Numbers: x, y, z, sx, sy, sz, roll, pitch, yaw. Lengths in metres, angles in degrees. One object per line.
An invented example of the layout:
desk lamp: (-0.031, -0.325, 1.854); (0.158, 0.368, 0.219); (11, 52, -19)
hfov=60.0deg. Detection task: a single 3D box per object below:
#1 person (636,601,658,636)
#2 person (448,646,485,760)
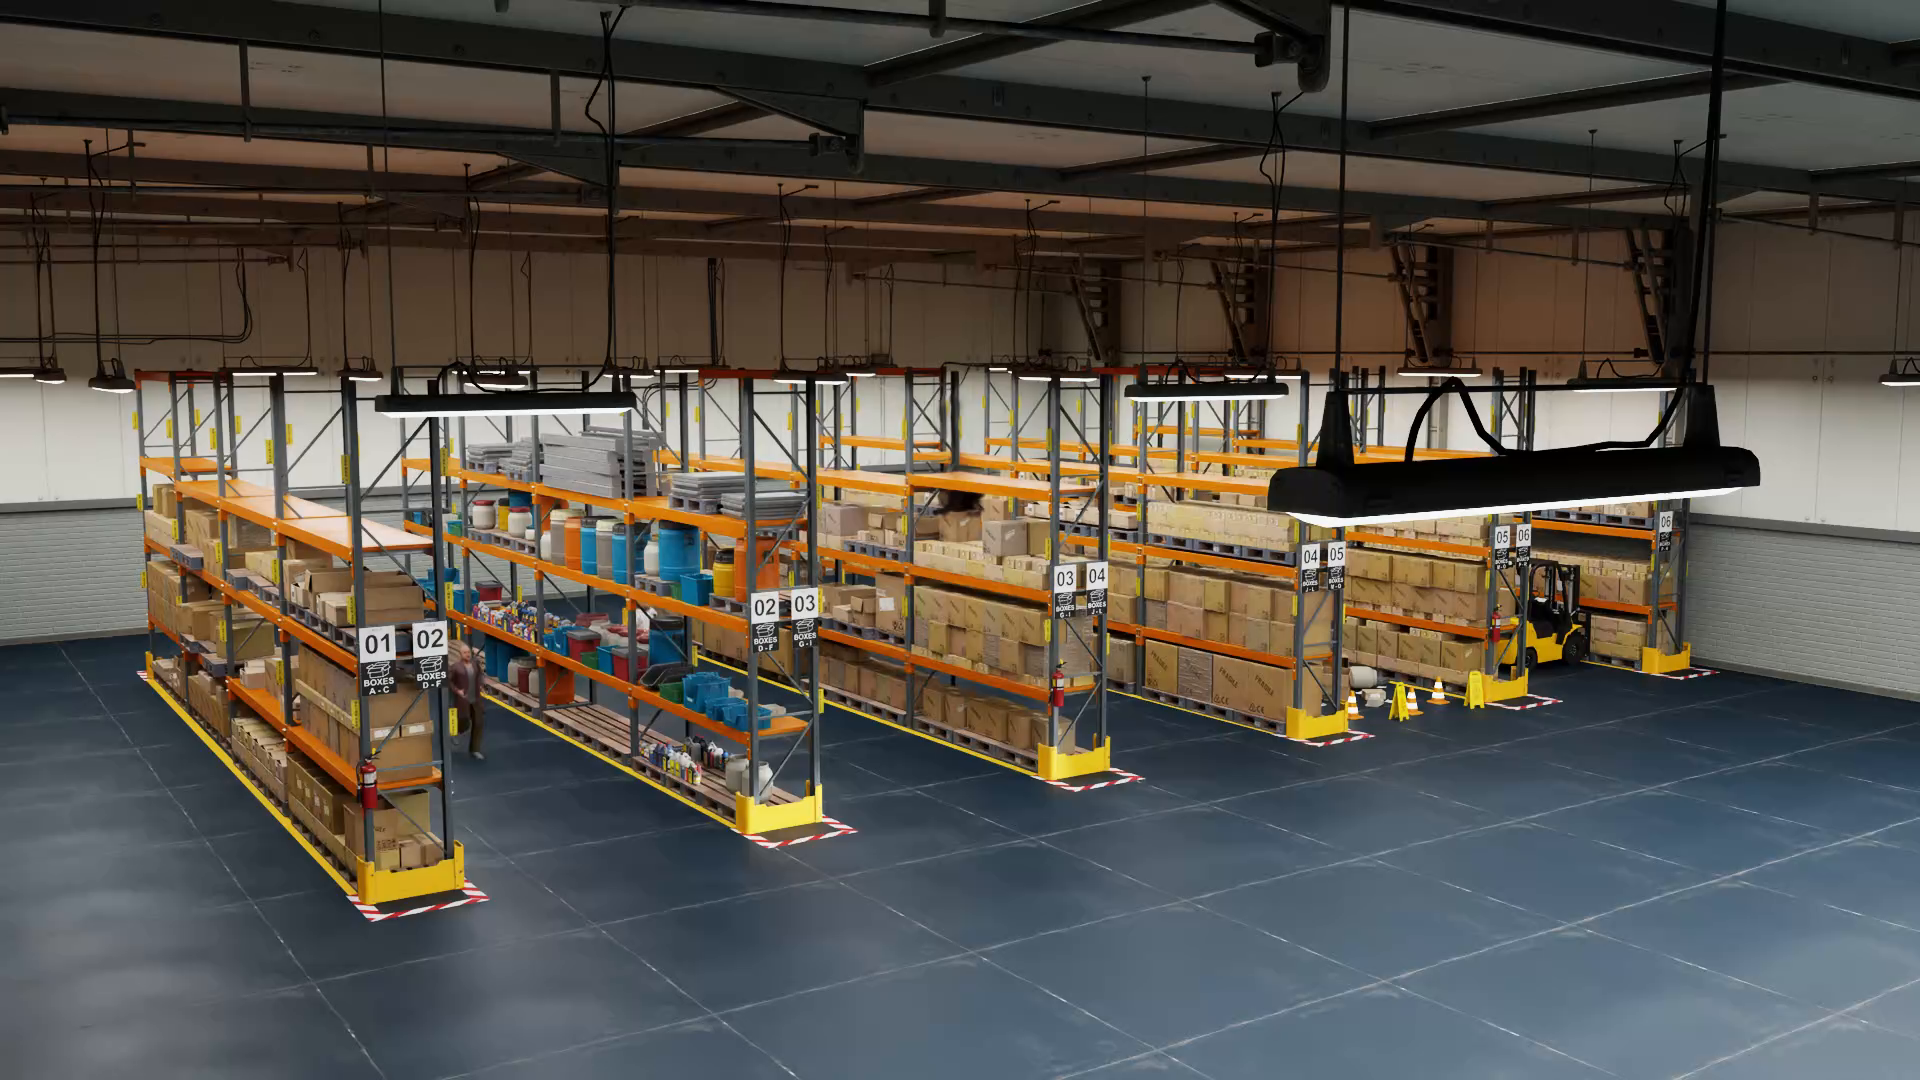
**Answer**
person: (-5.975, 1.890, 31.682); (0.655, 1.740, 0.782); (-6, 9, -42)
person: (-7.744, 2.524, 26.092); (0.712, 1.764, 0.918); (-6, 9, -43)
